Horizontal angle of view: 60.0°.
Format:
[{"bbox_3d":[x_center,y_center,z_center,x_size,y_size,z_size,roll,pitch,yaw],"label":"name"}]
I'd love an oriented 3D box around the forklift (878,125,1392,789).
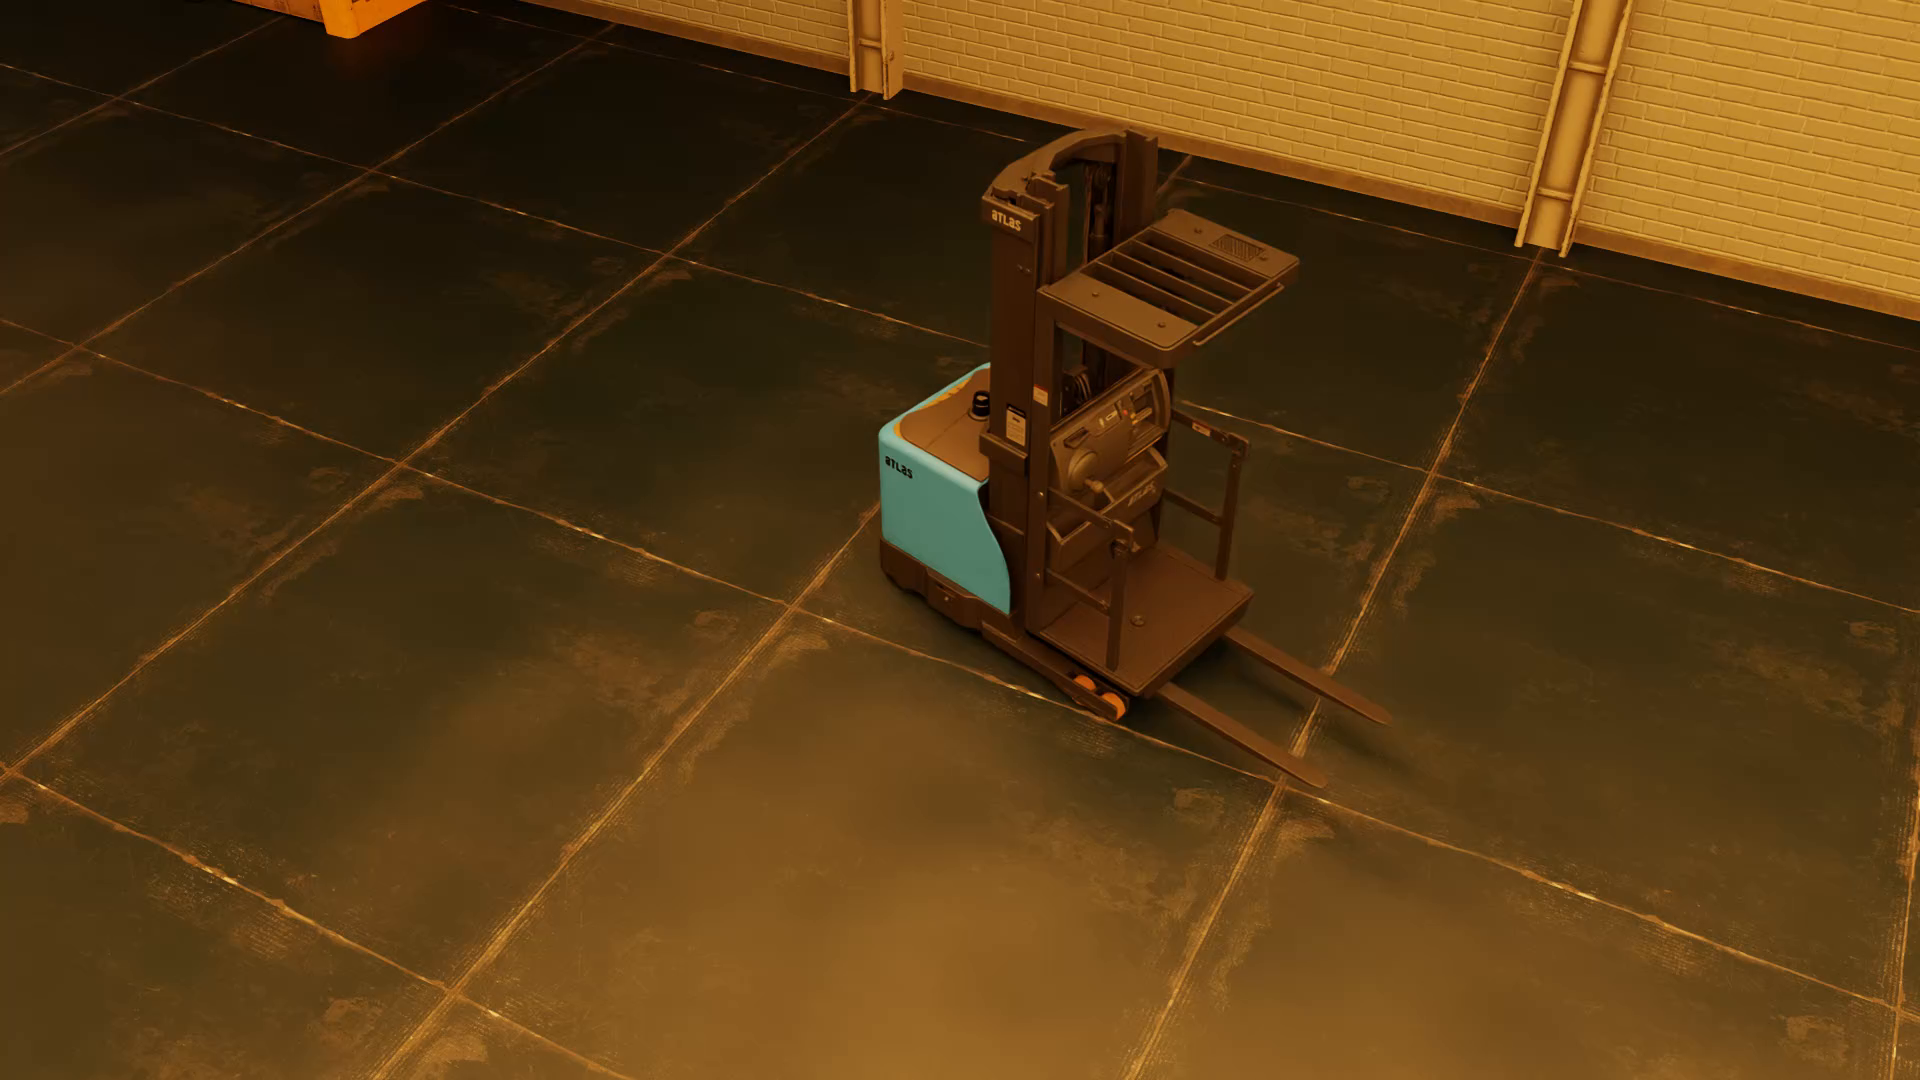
[{"bbox_3d":[0.949,-0.509,8.590,3.031,2.935,1.130,31,49,31],"label":"forklift"}]
